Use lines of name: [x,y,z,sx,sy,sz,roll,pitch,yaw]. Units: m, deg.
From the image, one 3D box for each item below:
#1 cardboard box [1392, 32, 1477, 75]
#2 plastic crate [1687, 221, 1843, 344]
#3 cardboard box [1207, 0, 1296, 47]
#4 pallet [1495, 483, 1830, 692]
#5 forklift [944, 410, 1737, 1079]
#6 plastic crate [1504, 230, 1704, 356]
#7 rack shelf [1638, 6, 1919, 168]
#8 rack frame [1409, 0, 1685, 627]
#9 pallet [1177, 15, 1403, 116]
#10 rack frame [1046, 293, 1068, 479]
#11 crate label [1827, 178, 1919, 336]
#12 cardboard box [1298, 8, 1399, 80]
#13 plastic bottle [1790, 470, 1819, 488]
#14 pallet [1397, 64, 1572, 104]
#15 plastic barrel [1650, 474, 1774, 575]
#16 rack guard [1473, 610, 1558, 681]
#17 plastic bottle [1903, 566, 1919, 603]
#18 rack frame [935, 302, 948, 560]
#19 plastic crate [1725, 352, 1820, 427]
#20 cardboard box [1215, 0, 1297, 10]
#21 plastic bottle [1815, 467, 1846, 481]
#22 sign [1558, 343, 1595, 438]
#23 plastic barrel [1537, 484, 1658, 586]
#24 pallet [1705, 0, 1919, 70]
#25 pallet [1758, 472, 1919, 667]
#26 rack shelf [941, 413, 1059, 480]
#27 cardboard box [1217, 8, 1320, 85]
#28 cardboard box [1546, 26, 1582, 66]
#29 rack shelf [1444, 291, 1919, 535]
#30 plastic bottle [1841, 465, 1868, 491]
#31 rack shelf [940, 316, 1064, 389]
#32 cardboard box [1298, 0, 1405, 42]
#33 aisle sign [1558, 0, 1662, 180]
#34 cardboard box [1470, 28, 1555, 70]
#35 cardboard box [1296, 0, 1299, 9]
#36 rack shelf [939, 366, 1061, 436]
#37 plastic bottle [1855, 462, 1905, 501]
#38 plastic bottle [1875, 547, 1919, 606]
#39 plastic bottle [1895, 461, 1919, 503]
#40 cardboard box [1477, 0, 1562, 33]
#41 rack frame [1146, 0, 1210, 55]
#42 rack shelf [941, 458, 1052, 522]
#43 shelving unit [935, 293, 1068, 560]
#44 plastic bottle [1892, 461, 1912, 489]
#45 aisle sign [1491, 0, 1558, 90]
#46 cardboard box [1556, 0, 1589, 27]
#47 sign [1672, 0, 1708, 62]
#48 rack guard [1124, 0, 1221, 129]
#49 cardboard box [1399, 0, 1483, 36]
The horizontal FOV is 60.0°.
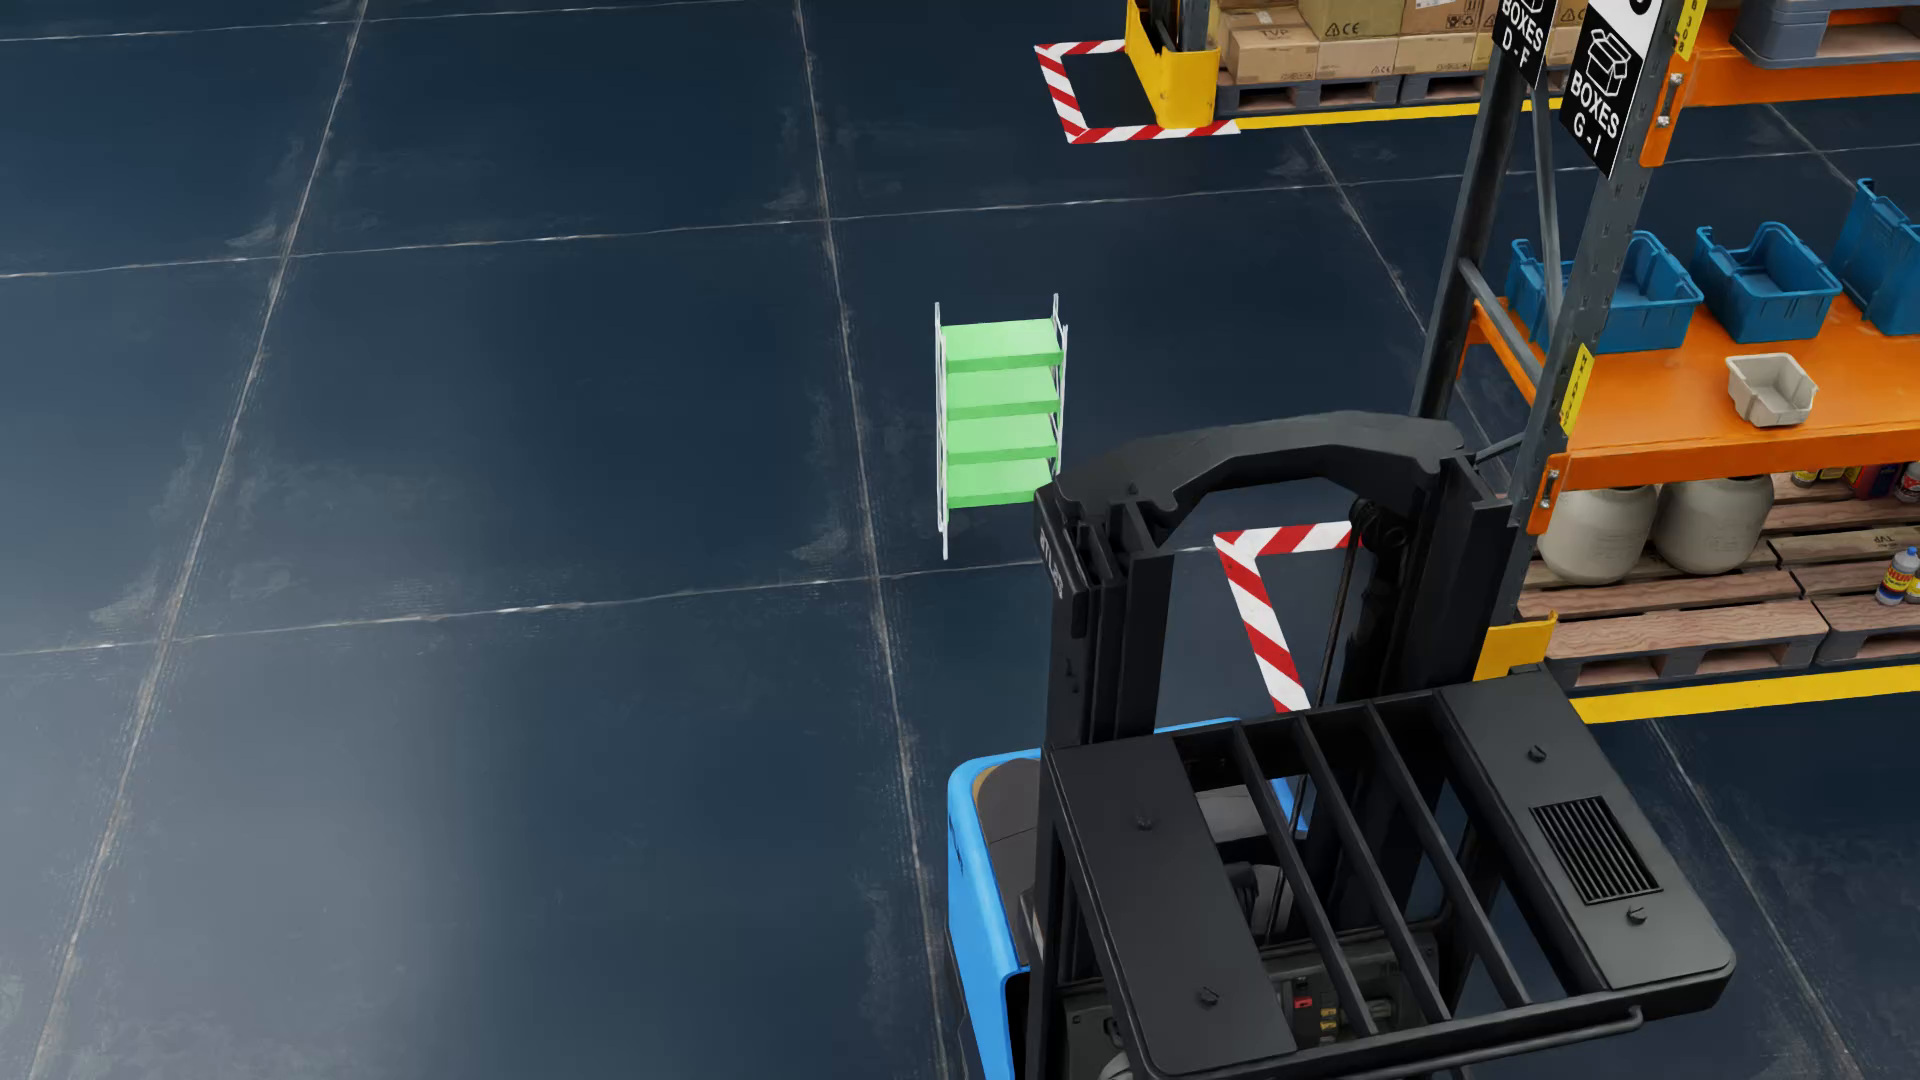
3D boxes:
cardboard box: [2.910,-3.175,10.485,0.500,0.250,0.500,-5,42,-6]
plastic crate: [3.098,-1.002,6.447,0.408,0.251,0.499,-5,42,-6]
cardboard box: [1.851,-3.430,10.767,0.500,0.250,0.500,-5,42,-6]
pallet: [2.872,0.169,7.121,1.213,0.211,1.003,-5,42,-6]
forklift: [0.754,1.290,3.846,1.130,2.935,3.031,-8,43,-9]
plastic crate: [2.454,-0.949,6.389,0.616,0.251,0.499,-5,42,-6]
rack shelf: [3.979,-1.783,5.499,4.000,0.370,1.077,-5,42,-6]
rack frame: [1.996,-0.762,6.071,0.127,3.000,1.000,-5,42,-6]
pallet: [2.111,-3.111,10.756,1.213,0.211,1.003,-5,42,-6]
rack frame: [0.406,-0.481,7.103,0.015,1.200,0.240,-5,42,-6]
crate label: [3.786,-1.115,6.435,0.616,0.435,0.502,-5,42,-6]
cardboard box: [2.414,-3.132,10.437,0.500,0.250,0.500,-5,42,-6]
plastic bottle: [3.761,-0.337,7.360,0.097,0.201,0.097,0,42,0]
pallet: [3.318,-3.215,10.871,1.213,0.211,1.003,-5,42,-6]
plastic barrel: [3.136,-0.146,6.931,0.421,0.512,0.421,0,42,0]
rack guard: [2.066,0.128,6.950,0.348,0.500,1.175,-5,42,-6]
plastic bottle: [3.937,0.154,6.815,0.097,0.201,0.097,0,42,0]
rack frame: [-0.078,-0.439,7.056,0.015,1.200,0.240,-5,42,-6]
plastic crate: [2.925,-0.528,6.008,0.250,0.136,0.298,-5,42,-6]
cardboard box: [1.851,-3.710,10.518,0.500,0.500,0.500,-5,42,-6]
plastic bottle: [3.874,-0.390,7.357,0.133,0.283,0.061,-4,42,-4]
sign: [2.063,-0.499,5.572,0.005,0.325,0.100,-5,42,-6]
plastic barrel: [2.639,-0.102,6.883,0.421,0.512,0.421,0,42,0]
pallet: [2.829,-1.813,5.137,1.213,0.211,1.003,-5,42,-6]
pallet: [4.079,0.065,7.236,1.213,0.211,1.003,-5,42,-6]
rack shelf: [0.164,-0.412,7.122,0.480,0.148,0.258,-5,42,-6]
cardboard box: [1.918,-3.086,10.386,0.500,0.250,0.500,-5,42,-6]
cardboard box: [3.902,-3.259,10.578,0.500,0.250,0.500,-5,42,-6]
rack shelf: [3.979,-0.669,6.504,4.000,0.370,1.077,-5,42,-6]
plastic bottle: [4.014,-0.368,7.339,0.135,0.276,0.152,-5,42,-5]
rack shelf: [0.164,-0.769,6.800,0.480,0.148,0.258,-5,42,-6]
cardboard box: [2.414,-3.409,10.185,0.500,0.500,0.500,-5,42,-6]
aisle sign: [1.963,-1.527,4.977,0.004,0.787,0.394,-5,42,-6]
cardboard box: [3.406,-3.215,10.529,0.500,0.250,0.500,-5,42,-6]
cardboard box: [2.345,-3.481,10.824,0.500,0.250,0.500,-5,42,-6]
rack shelf: [0.164,-0.591,6.961,0.480,0.148,0.258,-5,42,-6]
plastic bottle: [4.028,-0.300,7.258,0.133,0.283,0.061,-5,42,-6]
plastic bottle: [3.835,0.137,6.782,0.097,0.271,0.097,0,42,0]
plastic bottle: [4.186,-0.272,7.287,0.097,0.201,0.097,0,42,0]
cardboard box: [3.406,-3.493,10.277,0.500,0.500,0.500,-5,42,-6]
rack frame: [1.358,-4.052,9.718,0.127,3.000,1.000,-5,42,-6]
rack shelf: [0.164,-0.234,7.283,0.480,0.148,0.258,-5,42,-6]
shelving unit: [0.164,-0.460,7.079,0.503,1.200,0.258,-5,42,-6]
plastic bottle: [4.152,-0.380,7.352,0.135,0.276,0.152,-6,42,-7]
aisle sign: [1.886,-1.918,5.412,0.004,0.787,0.394,-5,42,-6]
cardboard box: [3.900,-3.546,10.336,0.500,0.500,0.500,-5,42,-6]
sign: [2.063,-1.514,4.657,0.005,0.325,0.100,-5,42,-6]
rack guard: [1.334,-3.122,10.553,0.348,0.500,1.175,-5,42,-6]
cardboard box: [2.908,-3.461,10.242,0.500,0.500,0.500,-5,42,-6]
